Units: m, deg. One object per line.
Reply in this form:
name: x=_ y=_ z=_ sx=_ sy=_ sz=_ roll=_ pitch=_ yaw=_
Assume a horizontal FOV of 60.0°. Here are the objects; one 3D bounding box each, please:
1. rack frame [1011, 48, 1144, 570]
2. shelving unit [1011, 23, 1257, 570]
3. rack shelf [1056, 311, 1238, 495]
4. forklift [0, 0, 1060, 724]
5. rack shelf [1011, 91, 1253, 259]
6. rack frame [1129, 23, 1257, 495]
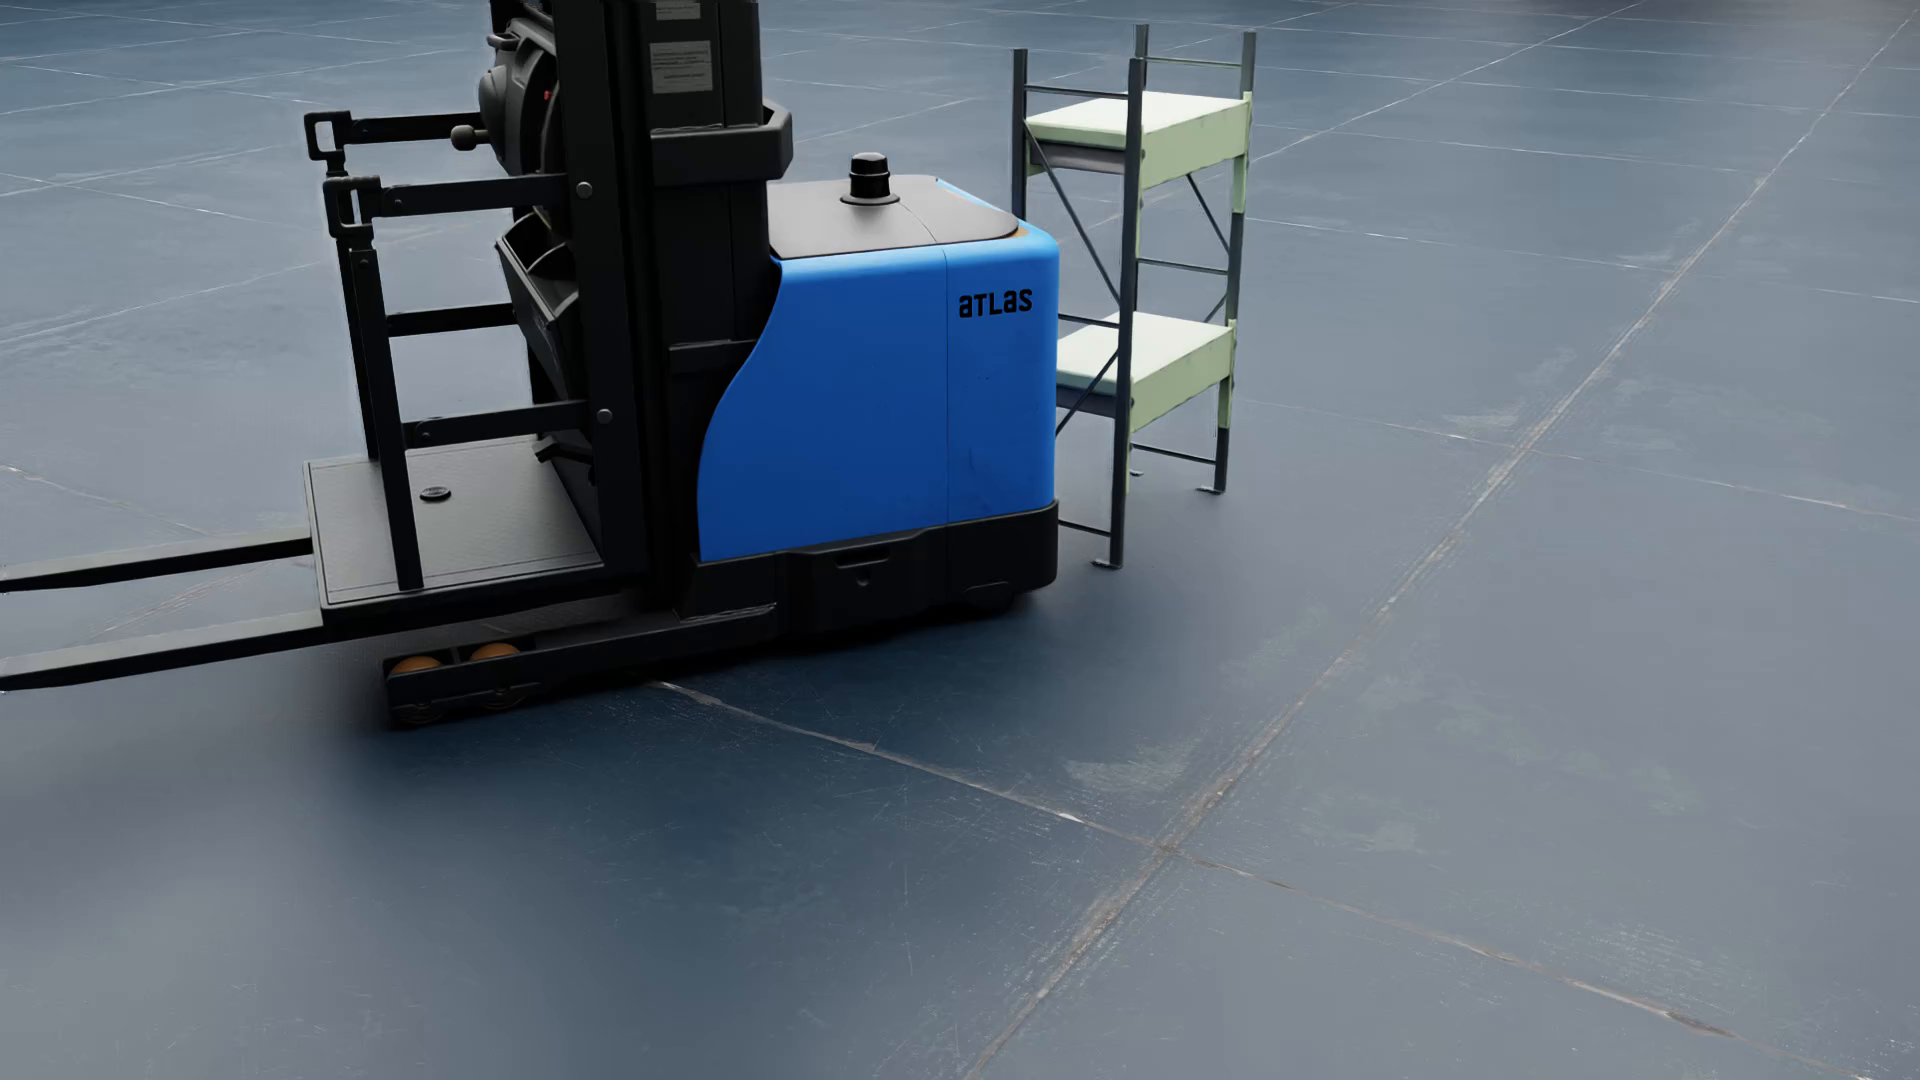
rack frame: x=0.322 y=-0.645 z=4.851 sx=0.400 sy=1.500 sz=0.023 roll=15 pitch=27 yaw=30
shelving unit: x=0.523 y=-0.766 z=5.132 sx=0.431 sy=1.500 sz=0.755 roll=15 pitch=27 yaw=30
rack shelf: x=0.523 y=-0.467 z=5.261 sx=0.431 sy=0.370 sz=0.720 roll=15 pitch=27 yaw=30
forklift: x=-1.287 y=-1.120 z=4.148 sx=3.031 sy=2.935 sz=1.130 roll=-9 pitch=25 yaw=-20
rack shelf: x=0.523 y=-1.124 z=4.977 sx=0.431 sy=0.370 sz=0.720 roll=15 pitch=27 yaw=30
rack frame: x=0.724 y=-0.887 z=5.412 sx=0.400 sy=1.500 sz=0.023 roll=15 pitch=27 yaw=30
